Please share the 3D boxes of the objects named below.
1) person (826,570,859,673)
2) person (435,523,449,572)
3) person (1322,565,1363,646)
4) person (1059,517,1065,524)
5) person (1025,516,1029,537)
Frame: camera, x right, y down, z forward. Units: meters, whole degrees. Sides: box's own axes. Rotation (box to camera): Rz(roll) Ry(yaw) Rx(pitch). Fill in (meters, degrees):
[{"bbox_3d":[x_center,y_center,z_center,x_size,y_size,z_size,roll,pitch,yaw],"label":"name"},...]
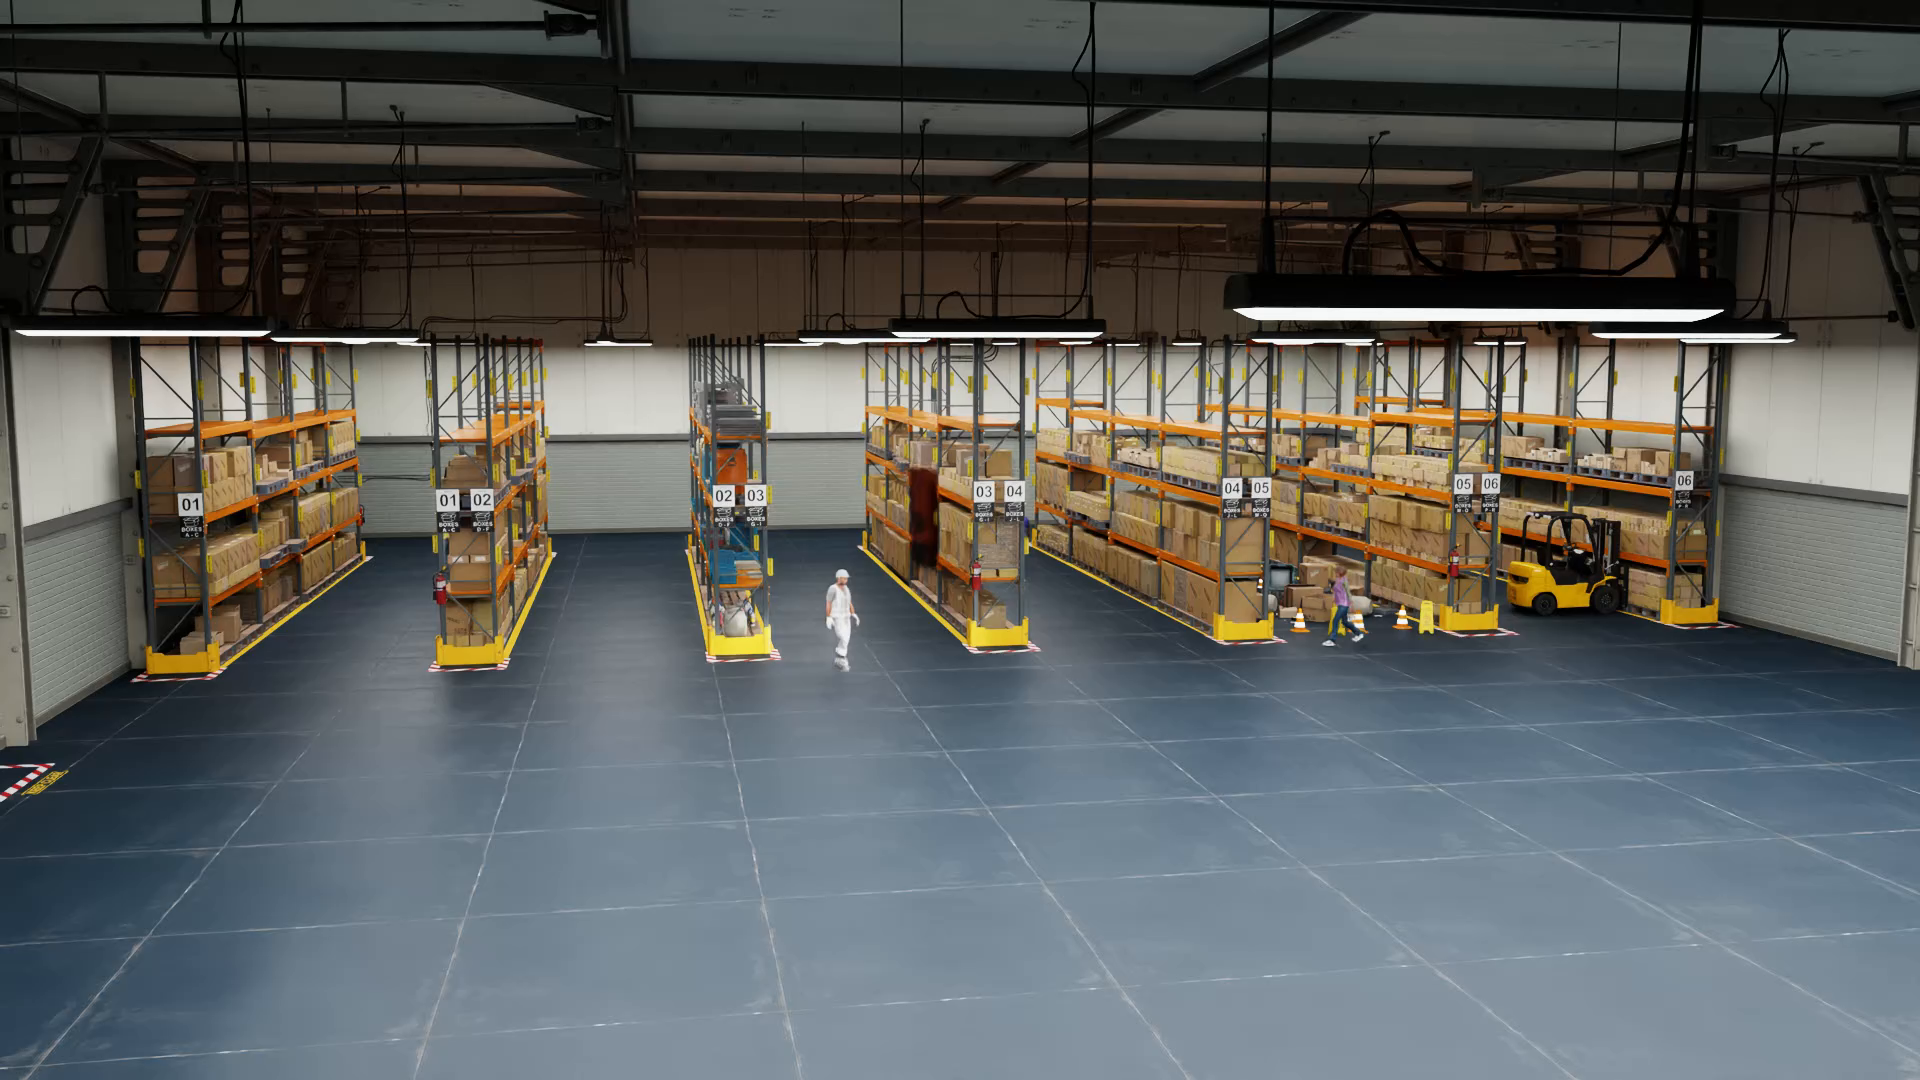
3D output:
[{"bbox_3d":[-2.086,1.454,29.757,0.509,1.846,0.570,5,8,34],"label":"person"},{"bbox_3d":[-13.224,-0.051,42.885,0.689,1.708,1.085,-1,7,-7],"label":"person"},{"bbox_3d":[7.422,1.257,32.182,0.914,1.546,0.484,-2,7,-13],"label":"person"},{"bbox_3d":[3.221,-0.858,49.836,0.726,1.732,0.568,1,7,12],"label":"person"},{"bbox_3d":[1.574,-0.082,43.579,0.448,1.611,0.863,-1,7,-12],"label":"person"}]
